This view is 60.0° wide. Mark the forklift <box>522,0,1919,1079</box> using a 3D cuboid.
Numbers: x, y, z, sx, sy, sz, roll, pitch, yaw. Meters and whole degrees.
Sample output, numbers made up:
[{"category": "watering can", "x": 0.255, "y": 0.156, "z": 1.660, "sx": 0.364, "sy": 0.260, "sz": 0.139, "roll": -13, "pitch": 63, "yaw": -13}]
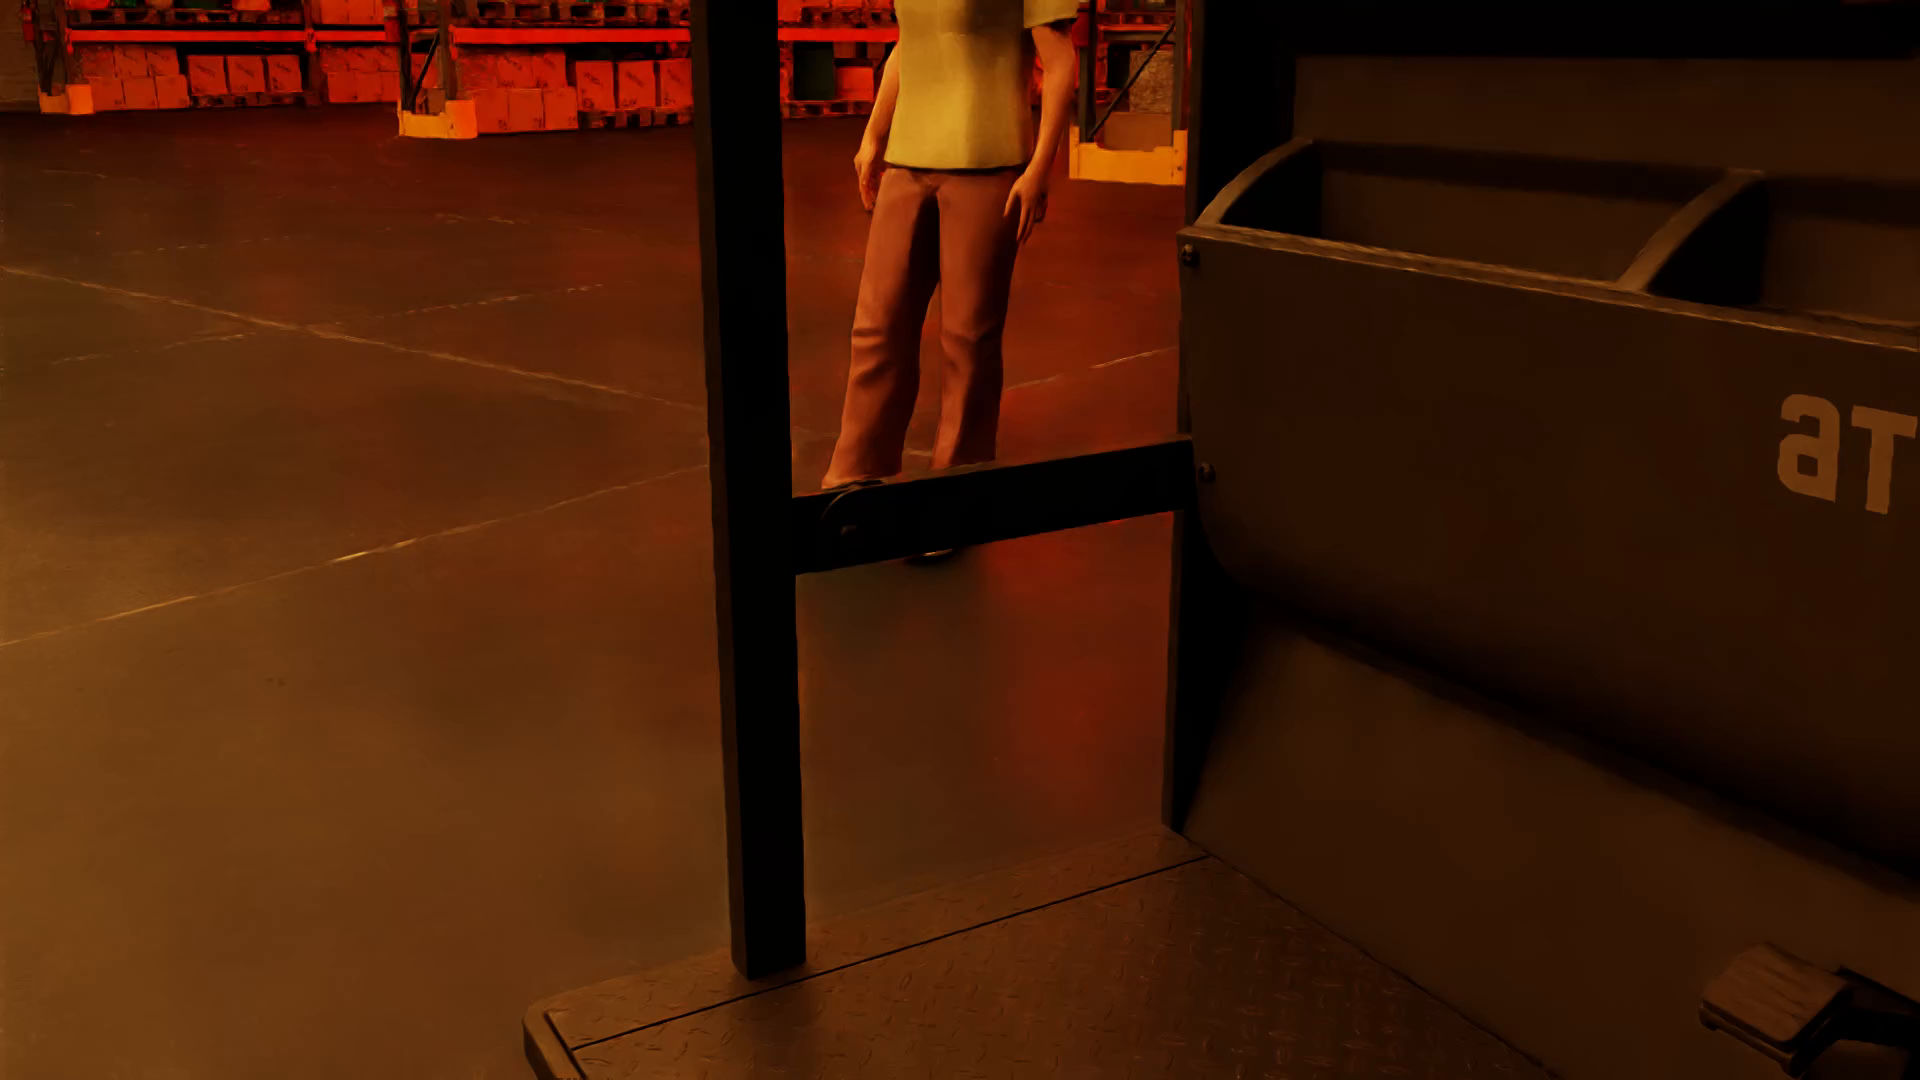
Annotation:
[{"category": "forklift", "x": 0.310, "y": -0.599, "z": 0.869, "sx": 3.031, "sy": 2.935, "sz": 1.130, "roll": -10, "pitch": 19, "yaw": -29}]

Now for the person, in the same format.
[{"category": "person", "x": -0.056, "y": -0.794, "z": 3.649, "sx": 0.554, "sy": 1.674, "sz": 0.548, "roll": 13, "pitch": 21, "yaw": 37}]
